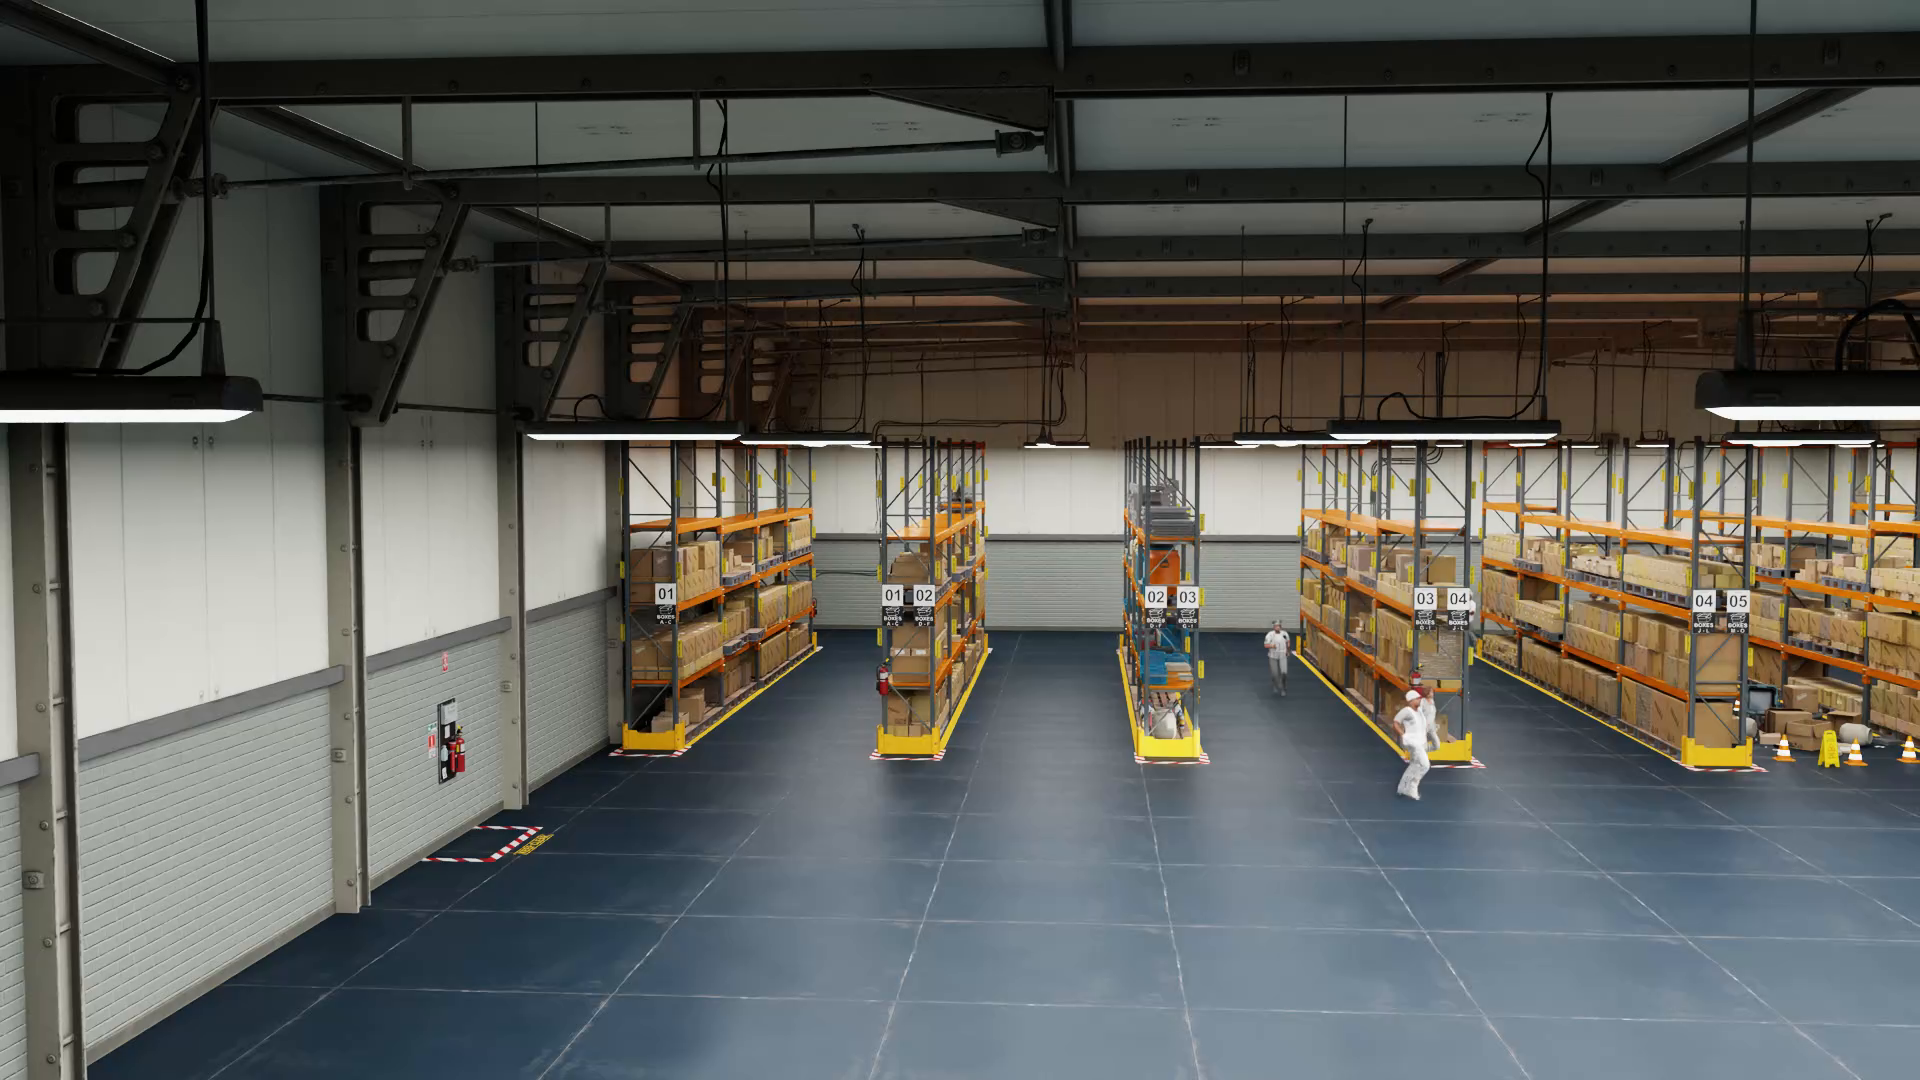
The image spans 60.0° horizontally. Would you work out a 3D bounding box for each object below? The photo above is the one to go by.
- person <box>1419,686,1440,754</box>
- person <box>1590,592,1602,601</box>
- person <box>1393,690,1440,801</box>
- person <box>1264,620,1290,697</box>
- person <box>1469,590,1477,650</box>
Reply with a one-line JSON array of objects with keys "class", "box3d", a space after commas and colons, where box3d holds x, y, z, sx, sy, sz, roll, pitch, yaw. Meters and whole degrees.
[{"class": "person", "box3d": [8.317, 3.362, 29.598, 0.589, 1.536, 0.517, -2, 4, -36]}, {"class": "person", "box3d": [18.092, 2.269, 47.481, 0.981, 1.760, 0.710, 0, 3, 4]}, {"class": "person", "box3d": [7.507, 3.378, 27.313, 0.675, 1.806, 0.658, 2, 4, 32]}, {"class": "person", "box3d": [7.441, 2.773, 38.933, 0.638, 1.839, 0.767, 0, 3, 3]}, {"class": "person", "box3d": [14.380, 2.300, 47.206, 0.936, 1.756, 0.703, -1, 3, -17]}]
